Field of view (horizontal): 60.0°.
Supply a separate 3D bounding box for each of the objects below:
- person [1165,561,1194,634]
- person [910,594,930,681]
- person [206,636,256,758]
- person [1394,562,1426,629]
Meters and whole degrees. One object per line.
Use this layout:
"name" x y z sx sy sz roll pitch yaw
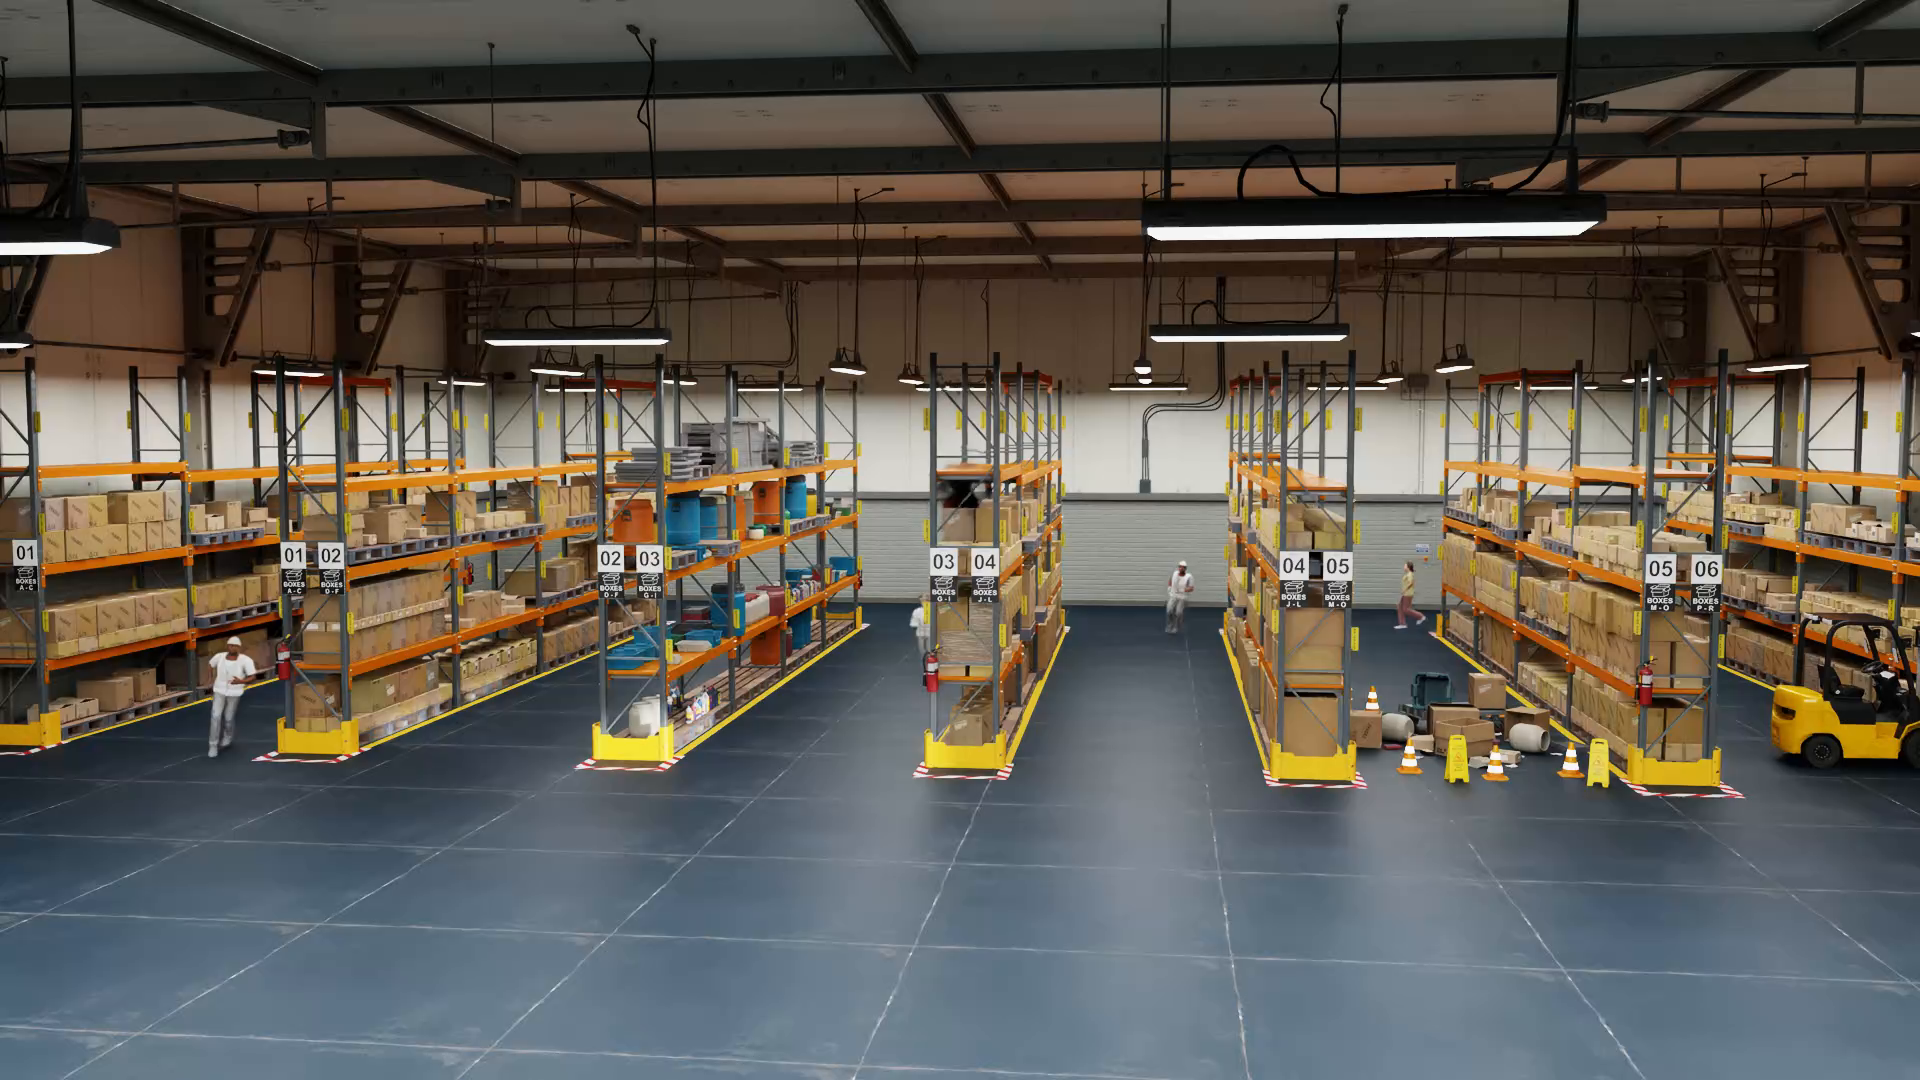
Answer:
"person" 5.165 1.362 39.133 0.710 1.744 0.639 2 4 22
"person" -0.660 1.903 32.081 0.594 1.741 0.746 1 4 8
"person" -11.063 2.335 25.237 0.717 1.759 0.934 -1 4 -16
"person" 10.902 1.377 40.237 0.758 1.580 0.594 1 4 16
